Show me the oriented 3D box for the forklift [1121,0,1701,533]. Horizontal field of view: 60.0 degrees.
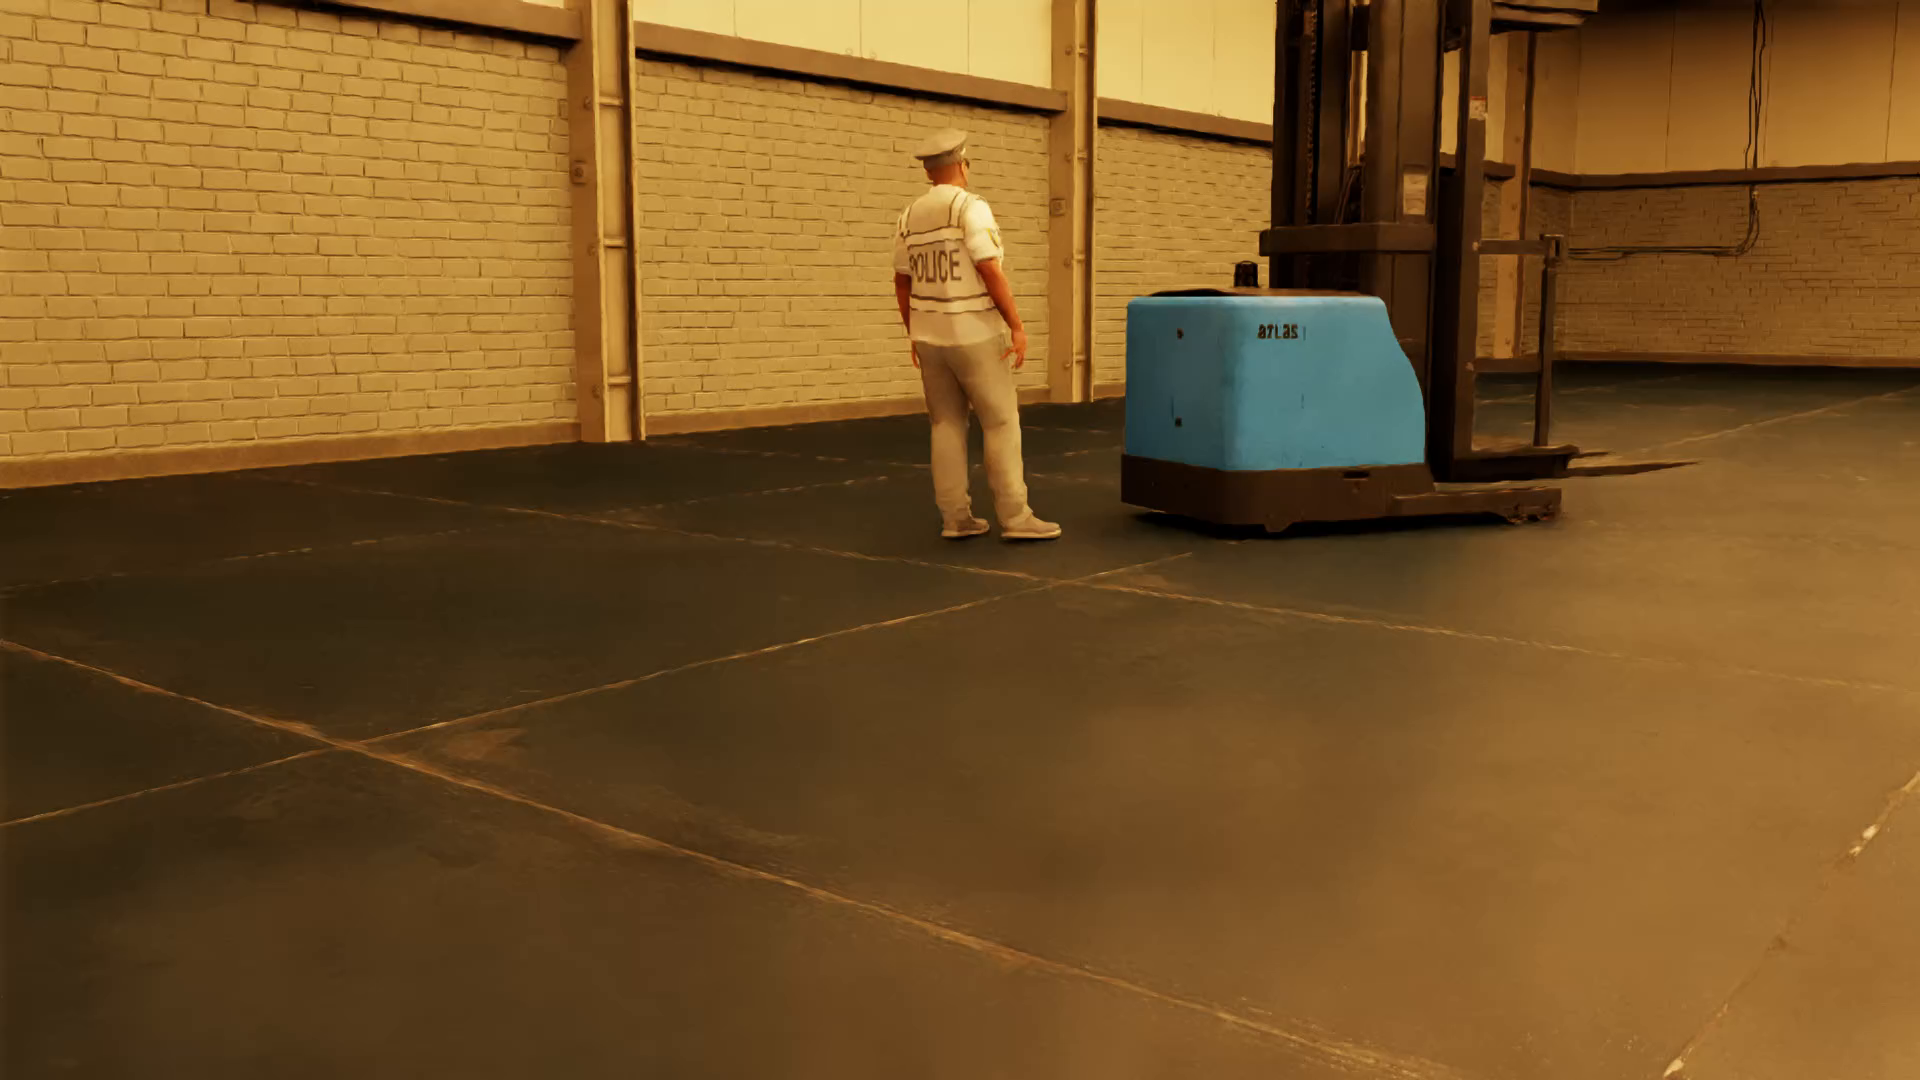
[{"bbox_3d":[2.356,-1.597,8.194,3.031,2.935,1.130,-4,9,-24],"label":"forklift"}]
